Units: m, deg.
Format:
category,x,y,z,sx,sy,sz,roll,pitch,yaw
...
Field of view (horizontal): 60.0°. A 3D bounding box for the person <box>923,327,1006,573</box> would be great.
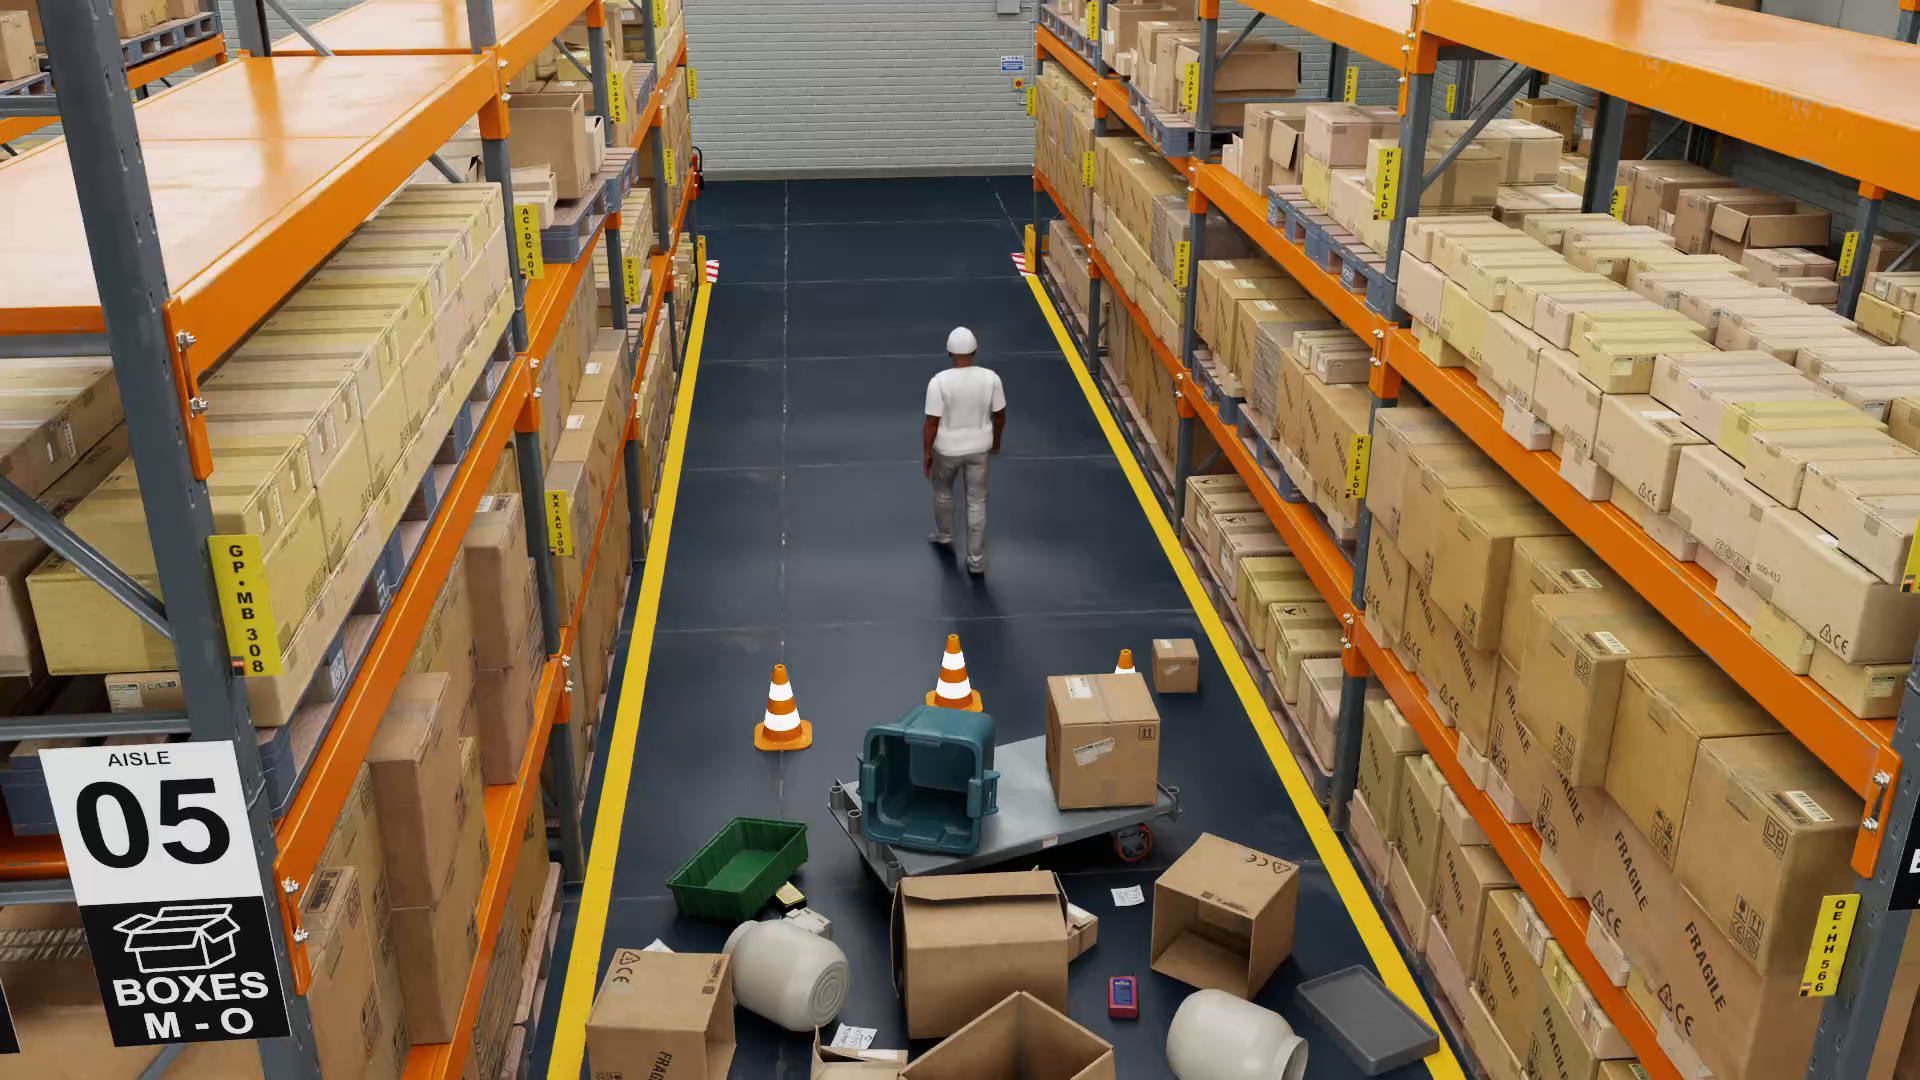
category,x,y,z,sx,sy,sz,roll,pitch,yaw
person,0.013,-0.683,11.849,0.606,1.773,0.826,-3,24,-7
